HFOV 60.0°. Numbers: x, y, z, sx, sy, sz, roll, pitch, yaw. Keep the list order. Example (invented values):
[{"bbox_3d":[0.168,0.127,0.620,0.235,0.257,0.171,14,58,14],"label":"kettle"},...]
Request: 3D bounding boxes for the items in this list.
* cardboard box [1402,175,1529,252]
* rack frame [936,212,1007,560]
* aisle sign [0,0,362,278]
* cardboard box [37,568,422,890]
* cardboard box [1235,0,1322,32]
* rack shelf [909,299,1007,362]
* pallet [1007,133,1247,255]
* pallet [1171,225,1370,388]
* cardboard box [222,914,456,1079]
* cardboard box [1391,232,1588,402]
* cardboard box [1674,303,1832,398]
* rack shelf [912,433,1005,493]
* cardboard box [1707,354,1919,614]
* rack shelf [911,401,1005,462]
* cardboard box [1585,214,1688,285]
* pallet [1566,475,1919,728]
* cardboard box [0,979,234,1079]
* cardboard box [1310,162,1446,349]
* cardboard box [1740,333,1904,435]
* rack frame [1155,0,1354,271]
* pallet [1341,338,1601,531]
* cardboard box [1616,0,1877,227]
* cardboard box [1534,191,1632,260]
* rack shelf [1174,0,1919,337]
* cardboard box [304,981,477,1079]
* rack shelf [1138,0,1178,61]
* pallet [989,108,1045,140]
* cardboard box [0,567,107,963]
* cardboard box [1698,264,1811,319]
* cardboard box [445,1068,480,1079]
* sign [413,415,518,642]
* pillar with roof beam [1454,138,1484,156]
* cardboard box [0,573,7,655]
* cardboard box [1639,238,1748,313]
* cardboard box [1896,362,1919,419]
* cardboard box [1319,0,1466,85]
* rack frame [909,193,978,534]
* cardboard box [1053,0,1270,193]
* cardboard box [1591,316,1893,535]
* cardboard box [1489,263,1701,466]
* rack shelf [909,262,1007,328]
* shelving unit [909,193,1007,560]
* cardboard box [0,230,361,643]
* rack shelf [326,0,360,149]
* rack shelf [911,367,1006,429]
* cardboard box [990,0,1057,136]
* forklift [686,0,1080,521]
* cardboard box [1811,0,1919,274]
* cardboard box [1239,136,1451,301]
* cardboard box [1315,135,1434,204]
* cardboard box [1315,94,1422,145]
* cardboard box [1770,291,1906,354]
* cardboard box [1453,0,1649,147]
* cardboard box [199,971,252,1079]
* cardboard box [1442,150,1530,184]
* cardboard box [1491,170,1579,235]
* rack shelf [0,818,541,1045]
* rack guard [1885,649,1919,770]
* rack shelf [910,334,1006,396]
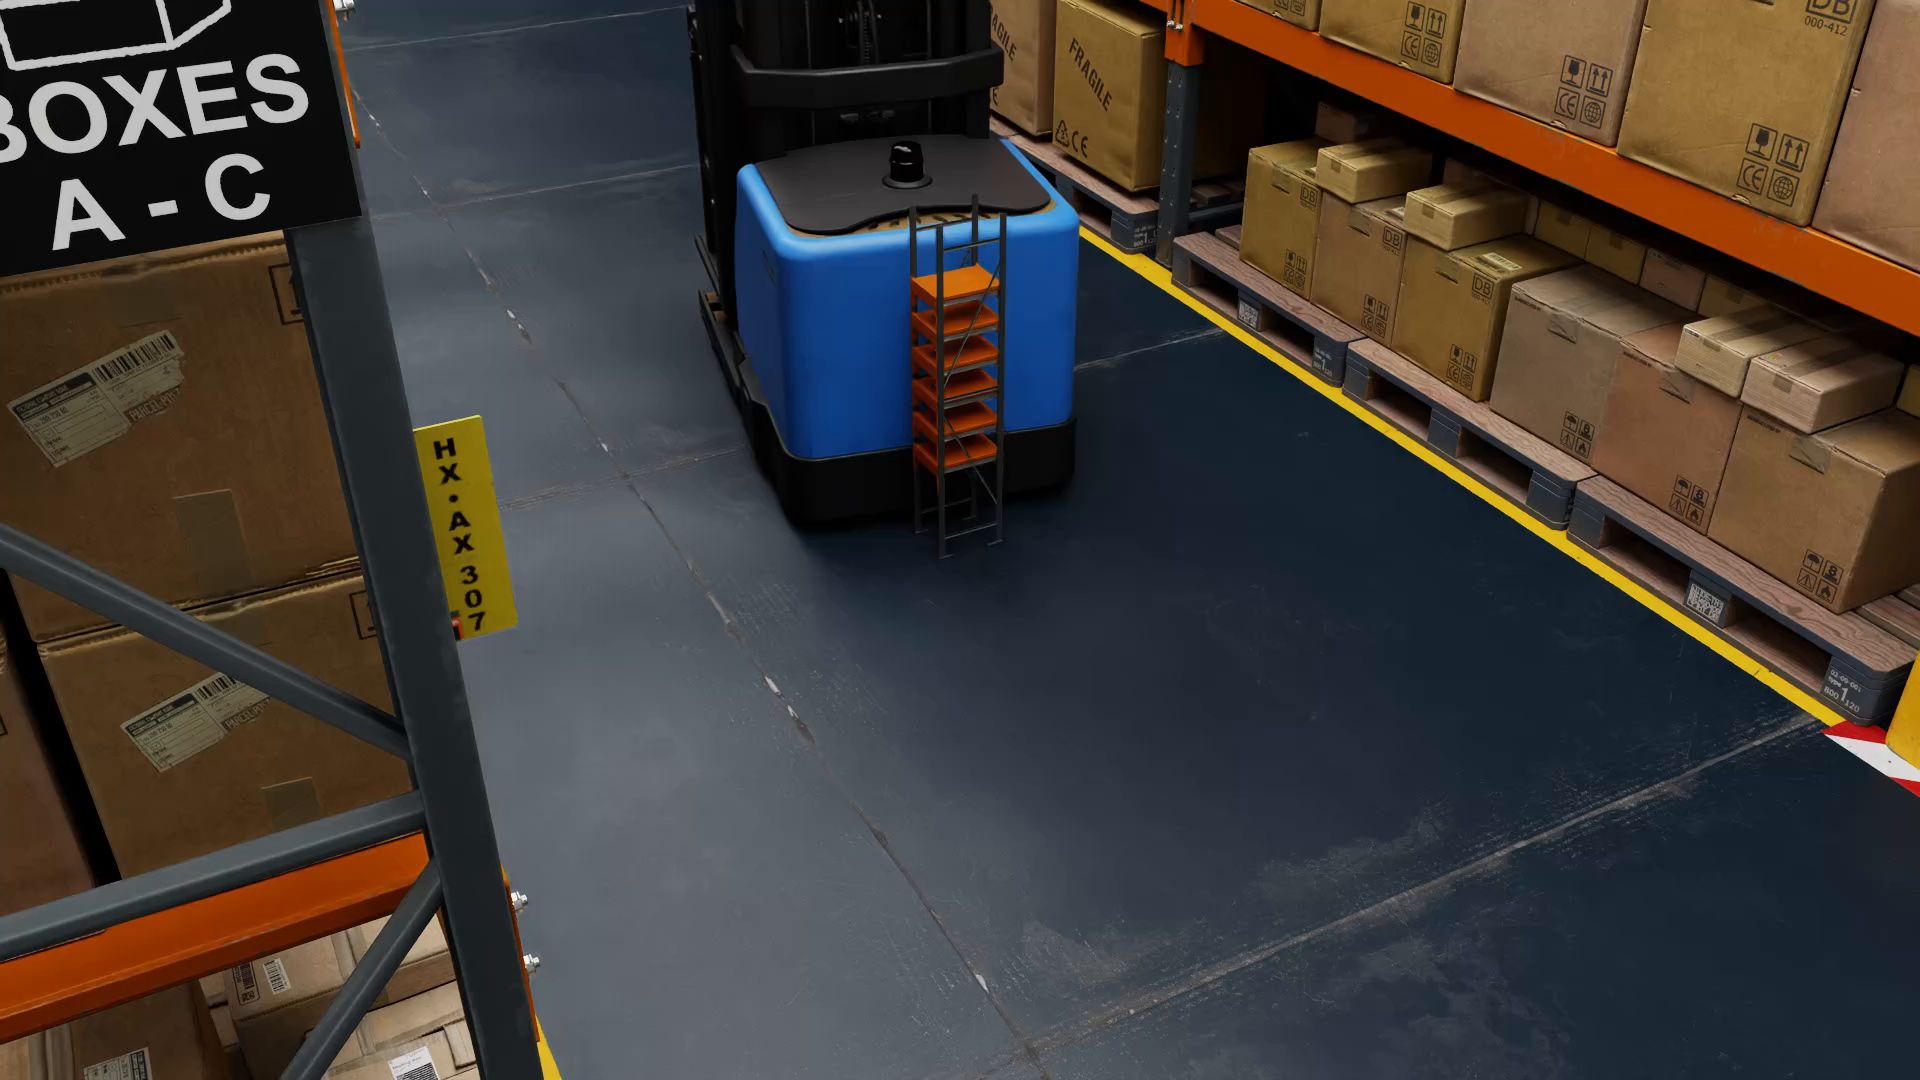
[{"bbox_3d":[1.883,-1.221,6.202,0.380,0.149,0.250,-17,36,-24],"label":"cardboard box"},{"bbox_3d":[0.036,-0.468,5.369,0.240,1.200,0.006,-16,36,-23],"label":"rack frame"},{"bbox_3d":[-0.841,-0.644,1.564,0.394,0.787,0.004,-16,36,-23],"label":"aisle sign"},{"bbox_3d":[-1.106,0.172,2.608,0.500,0.500,0.500,-15,36,-22],"label":"cardboard box"},{"bbox_3d":[1.621,-2.528,6.637,0.980,0.700,0.700,-15,36,-22],"label":"cardboard box"},{"bbox_3d":[-0.007,-0.677,5.332,0.258,0.103,0.180,-16,36,-23],"label":"rack shelf"},{"bbox_3d":[0.957,-1.840,8.426,1.003,0.211,1.213,-16,36,-23],"label":"pallet"},{"bbox_3d":[1.668,-1.108,7.283,1.003,0.211,1.213,-16,36,-23],"label":"pallet"},{"bbox_3d":[-1.368,0.895,3.713,0.500,0.250,0.500,-16,36,-23],"label":"cardboard box"},{"bbox_3d":[2.110,-0.920,6.333,0.700,0.500,0.500,-15,36,-22],"label":"cardboard box"},{"bbox_3d":[2.492,-0.599,5.231,0.380,0.149,0.250,-15,36,-22],"label":"cardboard box"},{"bbox_3d":[-0.007,-0.273,5.591,0.258,0.103,0.180,-16,36,-23],"label":"rack shelf"},{"bbox_3d":[2.833,-0.189,5.192,0.700,0.500,0.500,-16,36,-23],"label":"cardboard box"},{"bbox_3d":[-0.007,-0.374,5.526,0.258,0.103,0.180,-16,36,-23],"label":"rack shelf"},{"bbox_3d":[2.476,-1.057,5.946,0.380,0.149,0.250,-15,36,-23],"label":"cardboard box"},{"bbox_3d":[2.806,0.057,5.466,1.003,0.211,1.213,-16,36,-23],"label":"pallet"},{"bbox_3d":[-1.604,1.162,3.065,0.500,0.500,0.500,-16,36,-23],"label":"cardboard box"},{"bbox_3d":[1.872,-1.166,6.717,0.700,0.500,0.500,-16,36,-24],"label":"cardboard box"},{"bbox_3d":[2.612,-0.477,5.041,0.380,0.149,0.250,-16,36,-24],"label":"cardboard box"},{"bbox_3d":[1.383,-2.665,7.128,1.000,3.000,0.127,-16,36,-23],"label":"rack frame"},{"bbox_3d":[2.241,-0.525,6.374,1.003,0.211,1.213,-16,36,-23],"label":"pallet"},{"bbox_3d":[2.652,-1.467,4.981,0.980,0.700,0.700,-16,36,-23],"label":"cardboard box"},{"bbox_3d":[2.358,-1.178,6.135,0.380,0.149,0.250,-17,36,-24],"label":"cardboard box"},{"bbox_3d":[2.315,-1.407,5.833,1.077,0.370,4.000,-16,36,-23],"label":"rack shelf"},{"bbox_3d":[-1.140,1.094,3.480,0.380,0.166,0.250,-16,36,-23],"label":"cardboard box"},{"bbox_3d":[0.450,-3.316,8.812,1.077,0.370,4.000,-16,36,-23],"label":"rack shelf"},{"bbox_3d":[0.384,-2.423,9.336,1.003,0.211,1.213,-16,36,-23],"label":"pallet"},{"bbox_3d":[-1.582,0.305,2.401,0.500,0.500,0.500,-15,35,-22],"label":"cardboard box"},{"bbox_3d":[2.715,-0.814,5.566,0.380,0.149,0.250,-16,36,-23],"label":"cardboard box"},{"bbox_3d":[-1.024,1.221,3.298,0.380,0.149,0.250,-16,36,-23],"label":"cardboard box"},{"bbox_3d":[-0.653,-0.009,2.181,0.100,0.325,0.005,-16,36,-23],"label":"sign"},{"bbox_3d":[-1.334,-3.991,3.638,9.100,9.000,0.400,-16,36,-23],"label":"pillar with roof beam"},{"bbox_3d":[-1.583,-0.114,2.128,0.500,0.500,0.500,-16,36,-24],"label":"cardboard box"},{"bbox_3d":[2.596,-0.935,5.755,0.380,0.149,0.250,-15,36,-22],"label":"cardboard box"},{"bbox_3d":[3.068,-0.453,5.002,0.380,0.149,0.250,-16,36,-23],"label":"cardboard box"},{"bbox_3d":[1.957,-2.178,6.091,0.980,0.700,0.700,-17,36,-24],"label":"cardboard box"},{"bbox_3d":[-0.049,-0.556,5.505,0.240,1.200,0.006,-16,36,-23],"label":"rack frame"},{"bbox_3d":[0.965,-2.214,8.028,0.750,0.750,0.750,-15,36,-23],"label":"cardboard box"},{"bbox_3d":[2.600,-0.428,5.565,0.700,0.500,0.500,-16,36,-23],"label":"cardboard box"},{"bbox_3d":[2.365,-0.667,5.939,0.700,0.500,0.500,-17,36,-25],"label":"cardboard box"},{"bbox_3d":[-0.007,-0.778,5.267,0.258,0.103,0.180,-16,36,-23],"label":"rack shelf"},{"bbox_3d":[-0.007,-0.512,5.437,0.258,1.200,0.189,-16,36,-23],"label":"shelving unit"},{"bbox_3d":[-1.106,-0.249,2.339,0.500,0.500,0.500,-15,35,-22],"label":"cardboard box"},{"bbox_3d":[-2.065,-1.422,3.076,1.077,0.370,4.000,-16,36,-23],"label":"rack shelf"},{"bbox_3d":[-0.007,-0.475,5.461,0.258,0.103,0.180,-16,36,-23],"label":"rack shelf"},{"bbox_3d":[0.548,-2.637,8.689,0.750,0.750,0.750,-15,35,-22],"label":"cardboard box"},{"bbox_3d":[-0.491,-2.087,6.291,1.130,2.935,3.031,-9,34,-14],"label":"forklift"},{"bbox_3d":[3.001,-1.123,4.444,0.980,0.700,0.700,-14,35,-21],"label":"cardboard box"},{"bbox_3d":[1.641,-1.406,7.092,0.700,0.500,0.500,-15,36,-23],"label":"cardboard box"},{"bbox_3d":[1.639,-1.470,6.590,0.380,0.149,0.250,-15,35,-22],"label":"cardboard box"},{"bbox_3d":[1.749,-1.798,7.103,0.380,0.149,0.250,-16,36,-23],"label":"cardboard box"},{"bbox_3d":[2.831,-0.694,5.379,0.380,0.149,0.250,-16,36,-23],"label":"cardboard box"},{"bbox_3d":[2.305,-1.833,5.553,0.980,0.700,0.700,-18,37,-25],"label":"cardboard box"},{"bbox_3d":[-1.713,1.086,3.492,0.380,0.166,0.250,-16,36,-23],"label":"cardboard box"},{"bbox_3d":[2.120,-1.422,6.515,0.380,0.149,0.250,-17,36,-25],"label":"cardboard box"},{"bbox_3d":[2.237,-1.301,6.327,0.380,0.149,0.250,-15,36,-23],"label":"cardboard box"},{"bbox_3d":[-2.065,-0.159,3.885,1.077,0.370,4.000,-16,36,-23],"label":"rack shelf"},{"bbox_3d":[3.259,0.308,4.805,1.175,0.500,0.348,-16,36,-23],"label":"rack guard"},{"bbox_3d":[-0.007,-0.576,5.396,0.258,0.103,0.180,-16,36,-23],"label":"rack shelf"}]
